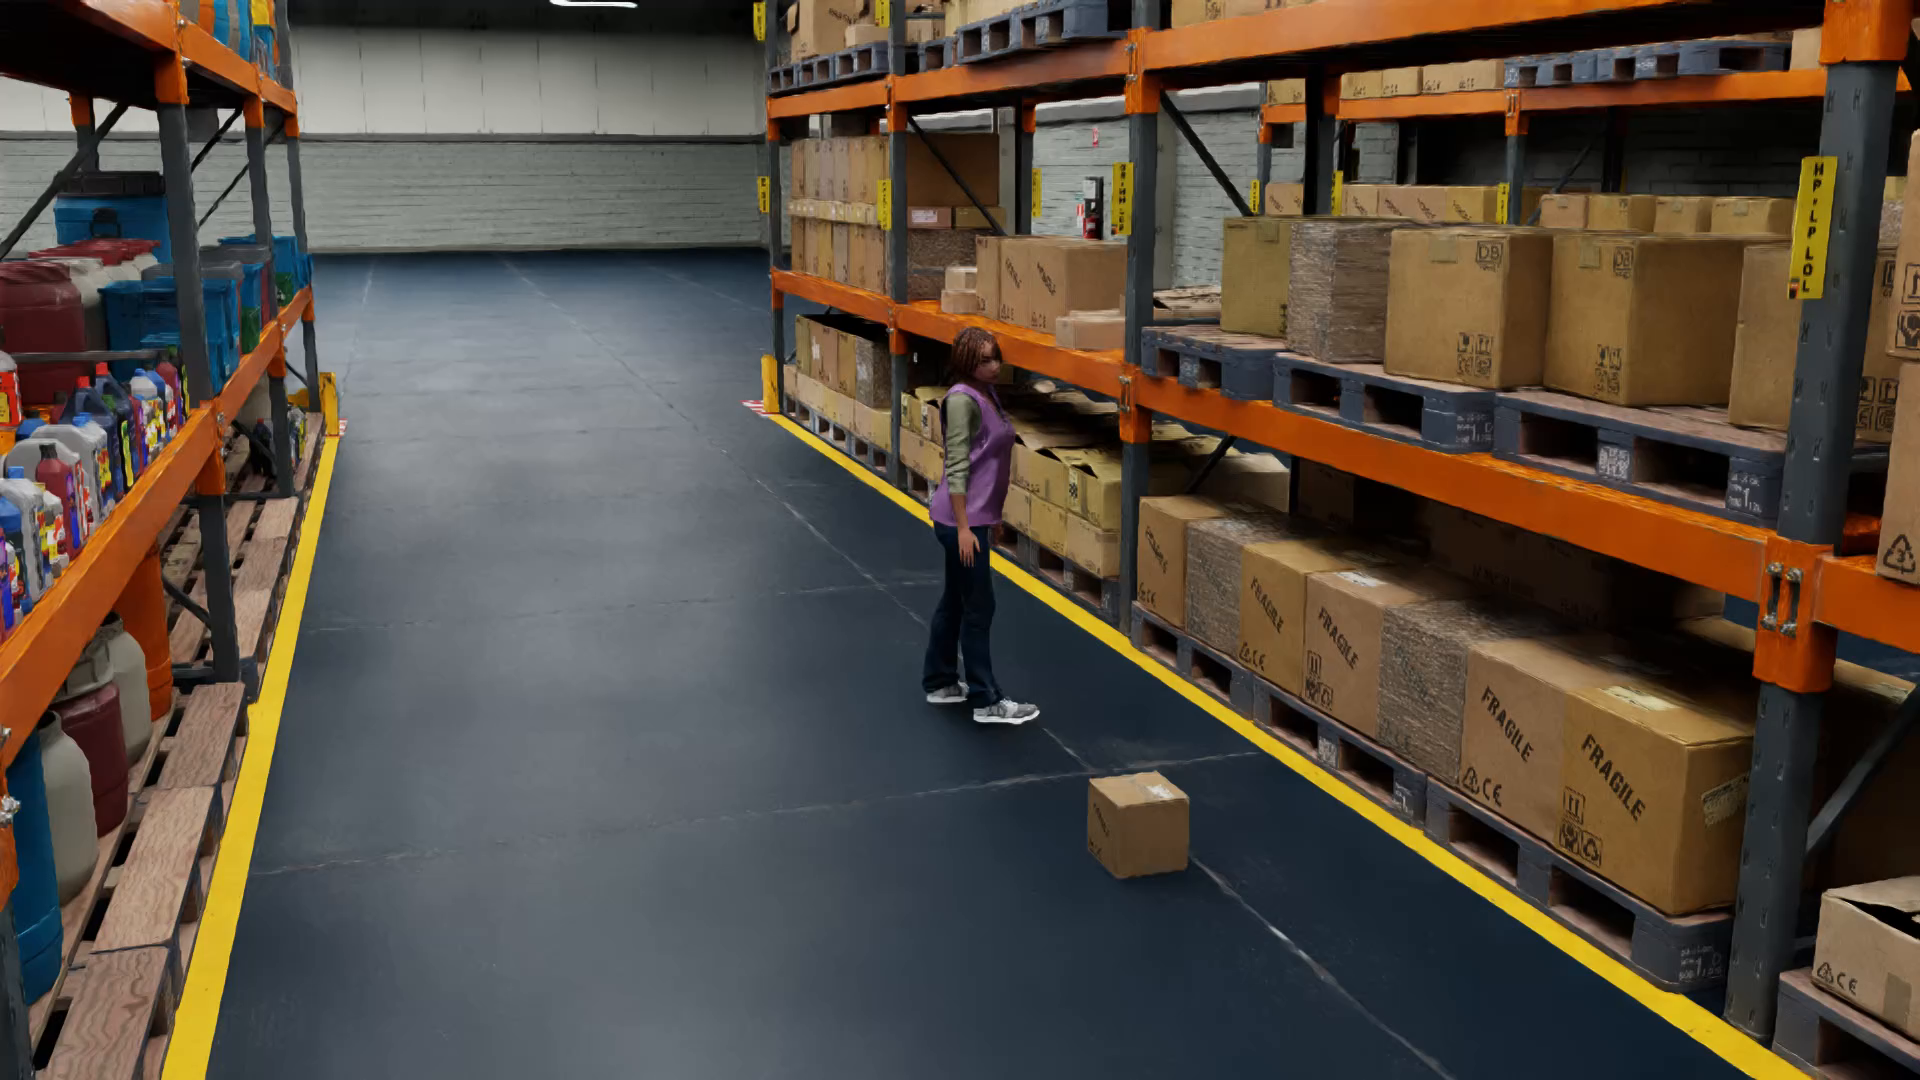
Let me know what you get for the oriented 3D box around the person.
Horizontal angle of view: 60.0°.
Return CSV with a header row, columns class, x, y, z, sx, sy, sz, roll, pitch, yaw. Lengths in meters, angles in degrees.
class,x,y,z,sx,sy,sz,roll,pitch,yaw
person,0.080,-0.051,6.653,0.517,1.580,0.511,2,13,11
